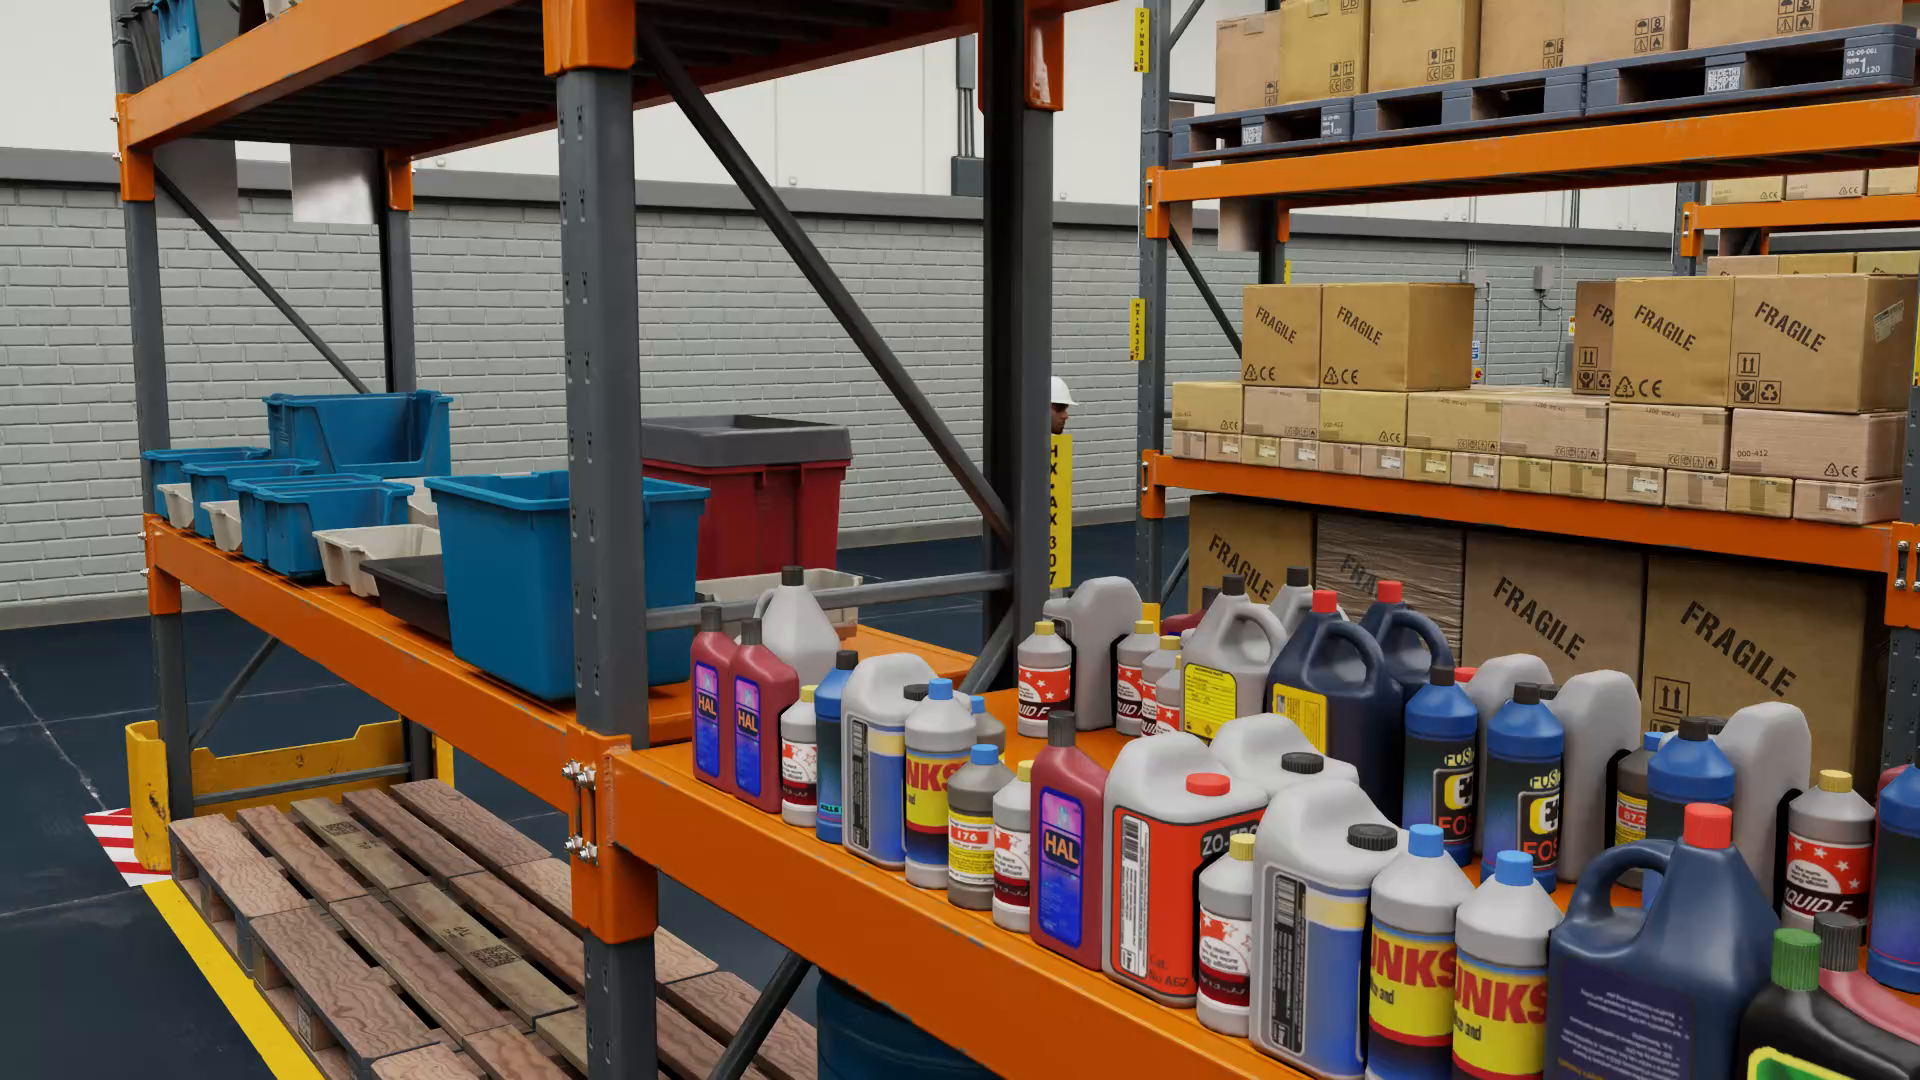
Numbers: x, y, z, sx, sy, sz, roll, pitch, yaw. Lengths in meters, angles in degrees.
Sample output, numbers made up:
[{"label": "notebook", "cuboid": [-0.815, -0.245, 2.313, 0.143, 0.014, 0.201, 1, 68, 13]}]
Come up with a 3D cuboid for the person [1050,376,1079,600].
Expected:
[{"label": "person", "cuboid": [0.367, 0.055, 8.327, 0.457, 1.760, 0.635, 5, 9, 35]}]
